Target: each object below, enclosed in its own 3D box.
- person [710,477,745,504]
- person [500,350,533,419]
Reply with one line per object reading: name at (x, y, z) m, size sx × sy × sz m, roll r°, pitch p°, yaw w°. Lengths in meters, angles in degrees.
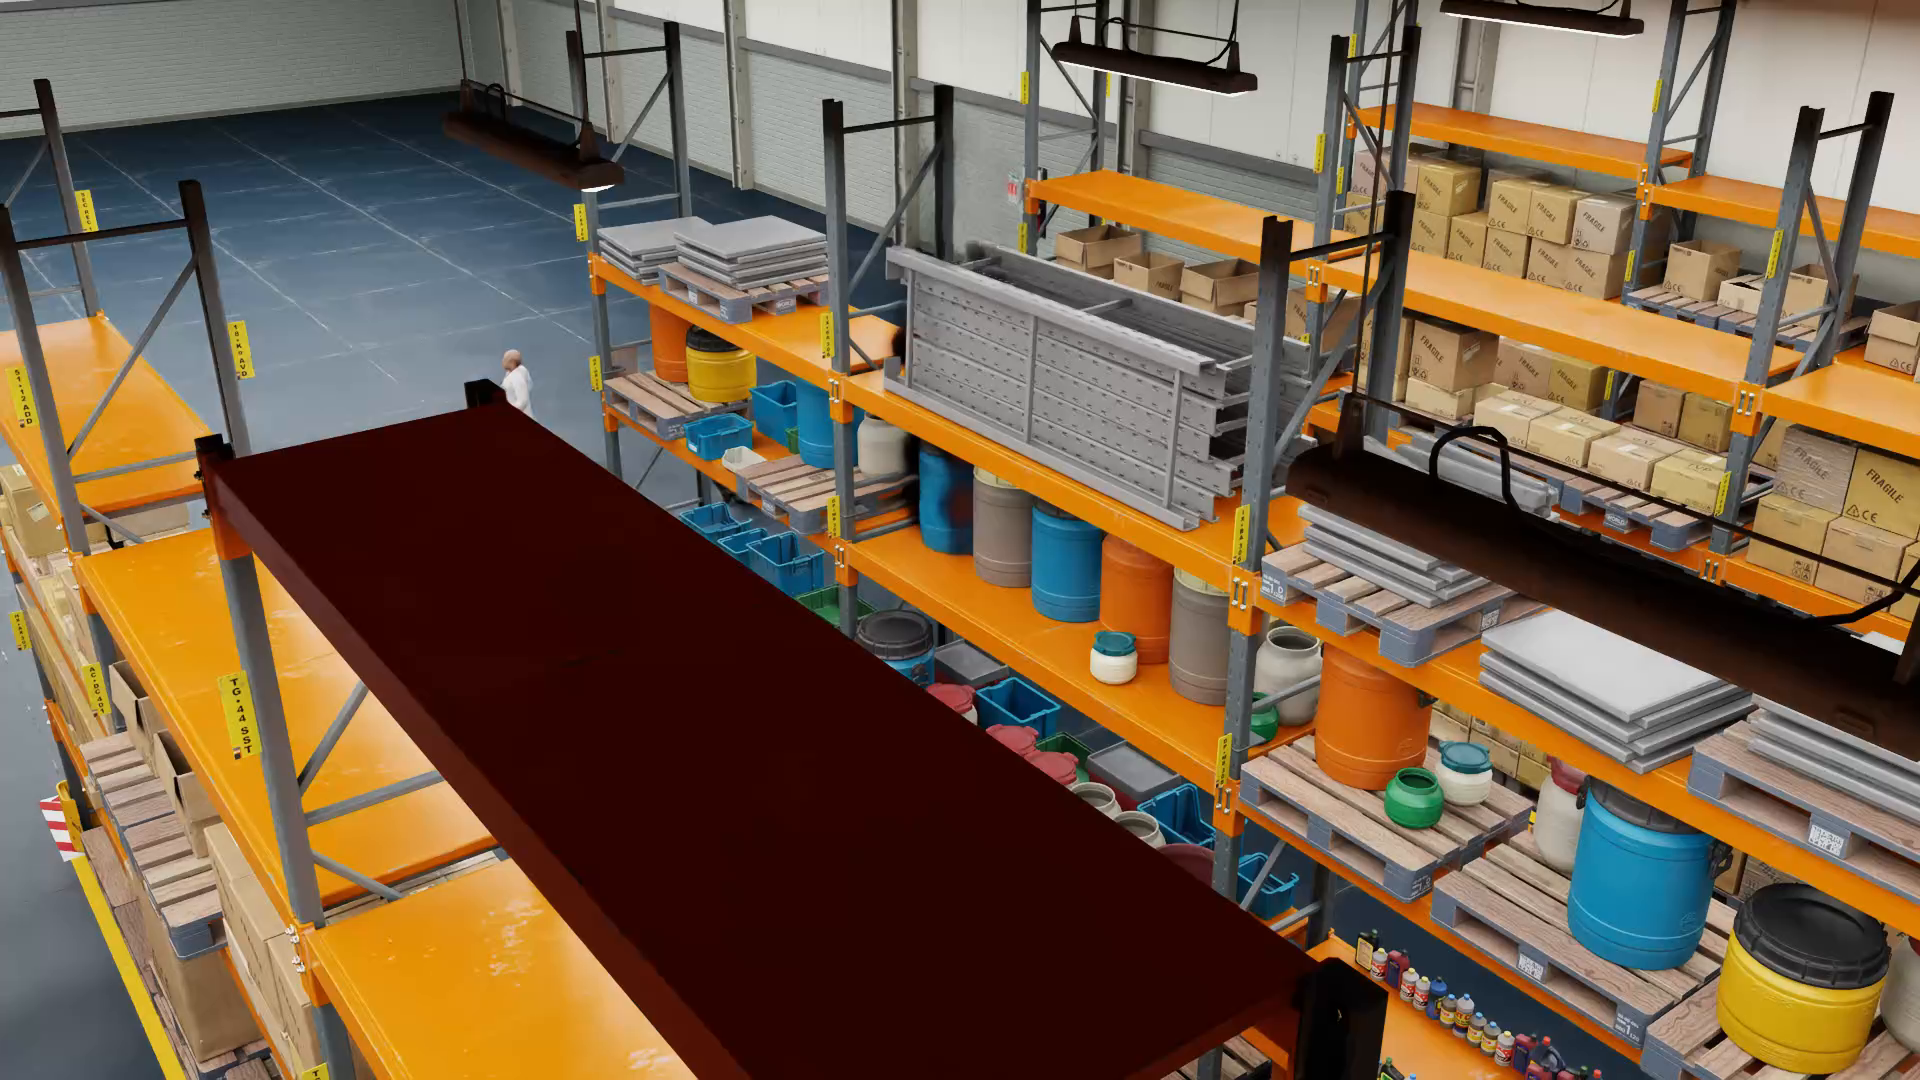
person at (-2.740, -1.174, 19.523) m, size 0.677 × 1.705 × 0.668 m, roll -3°, pitch 25°, yaw -6°
person at (-5.267, -1.462, 20.076) m, size 0.718 × 1.750 × 0.721 m, roll -5°, pitch 25°, yaw -10°
